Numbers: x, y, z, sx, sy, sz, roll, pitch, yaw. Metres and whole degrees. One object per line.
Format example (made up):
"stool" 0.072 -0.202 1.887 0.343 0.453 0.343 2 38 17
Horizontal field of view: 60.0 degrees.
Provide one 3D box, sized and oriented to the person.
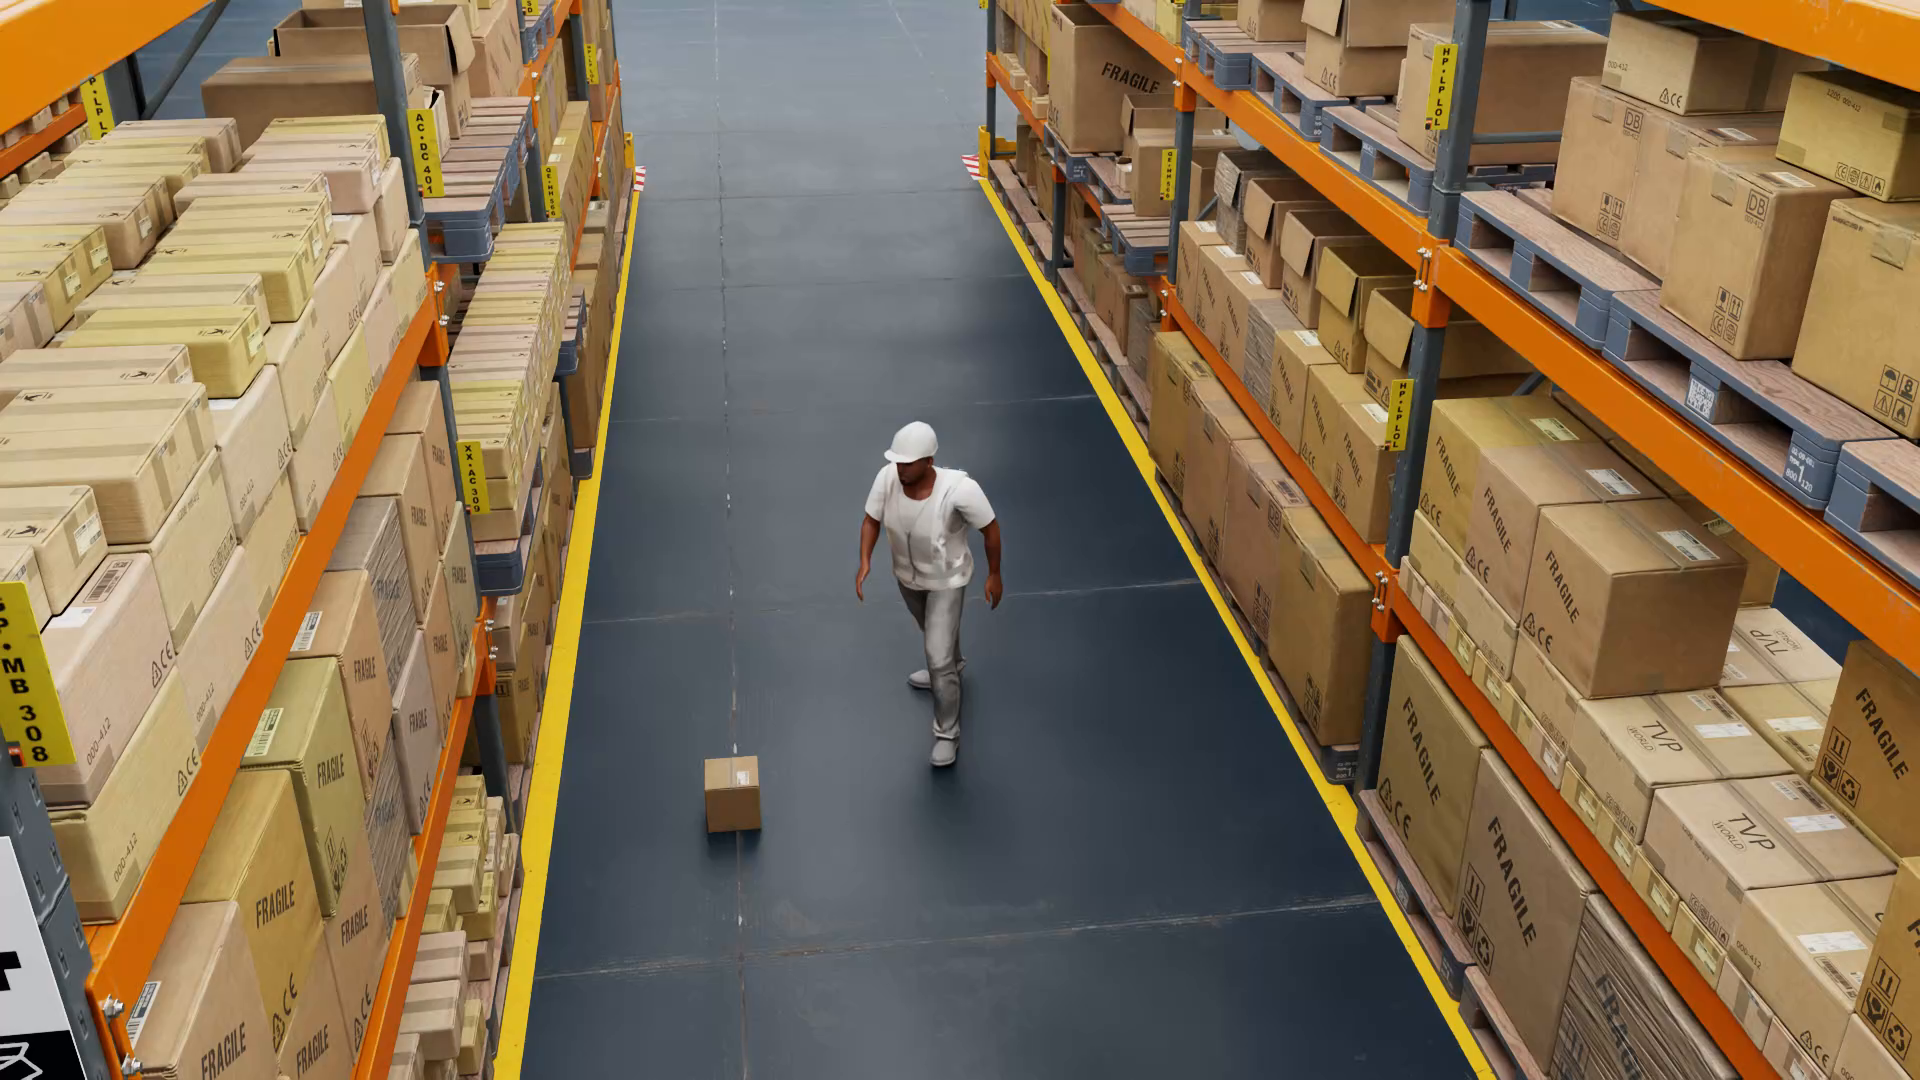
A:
"person" -0.125 0.175 8.295 0.702 1.713 0.827 19 32 32
